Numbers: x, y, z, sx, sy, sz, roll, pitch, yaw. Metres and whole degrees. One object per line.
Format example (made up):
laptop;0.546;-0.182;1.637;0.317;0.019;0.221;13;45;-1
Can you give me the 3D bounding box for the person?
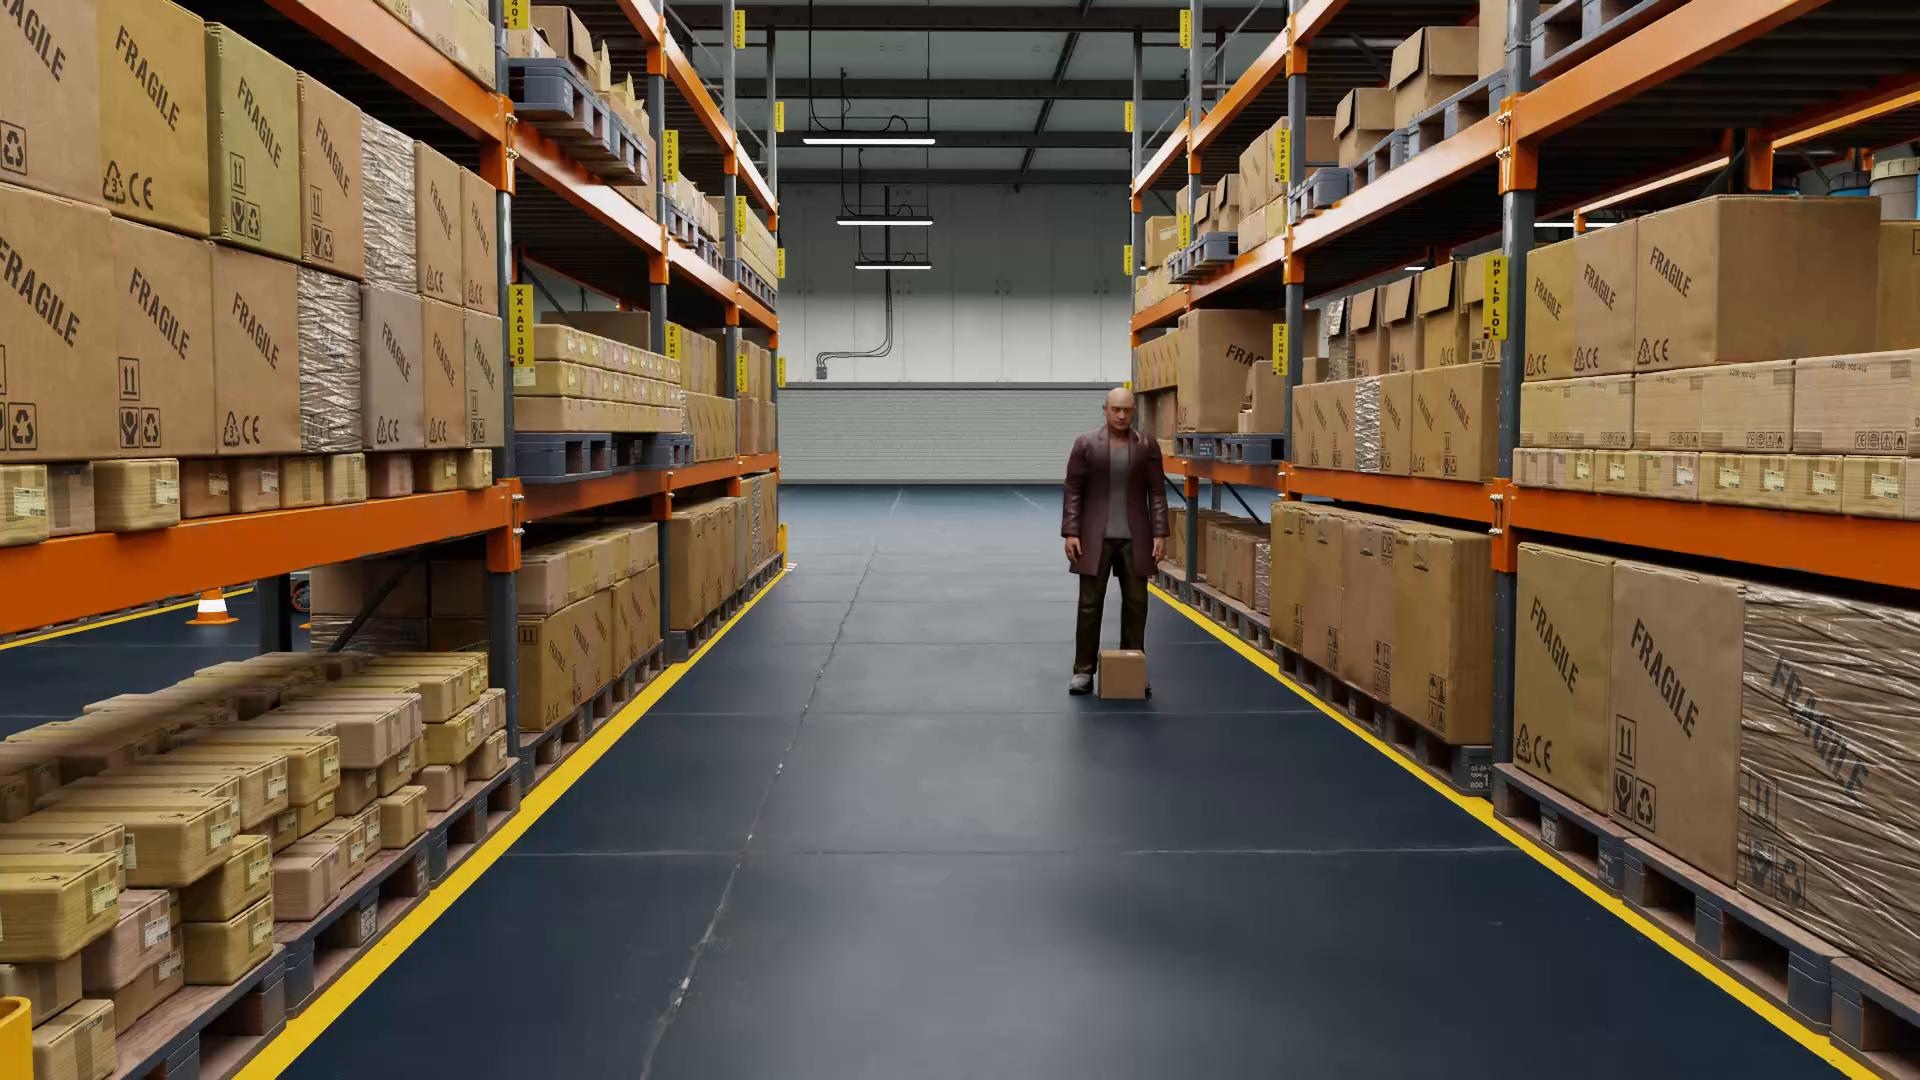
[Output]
person;0.911;-0.004;9.756;0.642;1.774;0.422;0;4;-1
